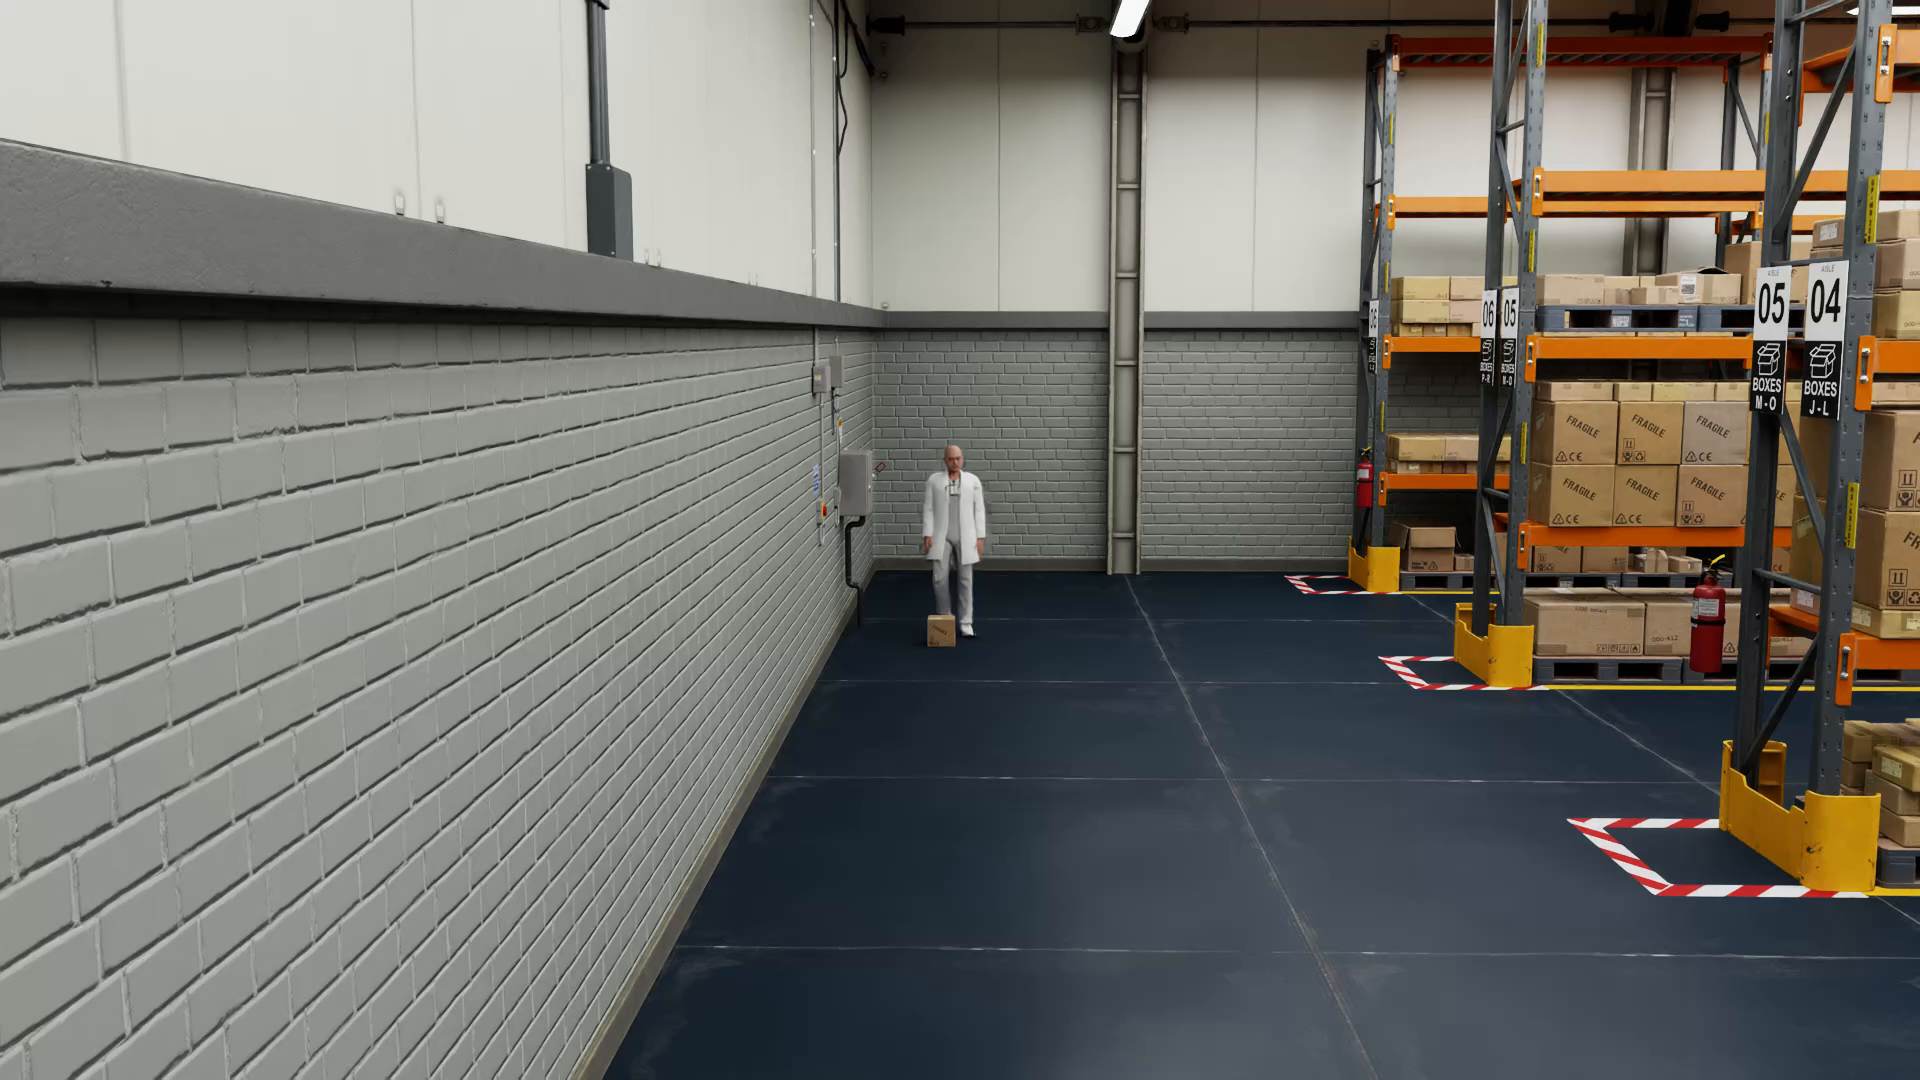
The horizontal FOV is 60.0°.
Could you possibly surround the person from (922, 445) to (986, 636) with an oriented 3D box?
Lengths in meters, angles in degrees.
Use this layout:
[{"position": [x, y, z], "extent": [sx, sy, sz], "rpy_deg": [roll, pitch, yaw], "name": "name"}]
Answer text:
[{"position": [-0.057, -0.001, 15.700], "extent": [0.606, 1.786, 0.518], "rpy_deg": [0, 7, -3], "name": "person"}]
